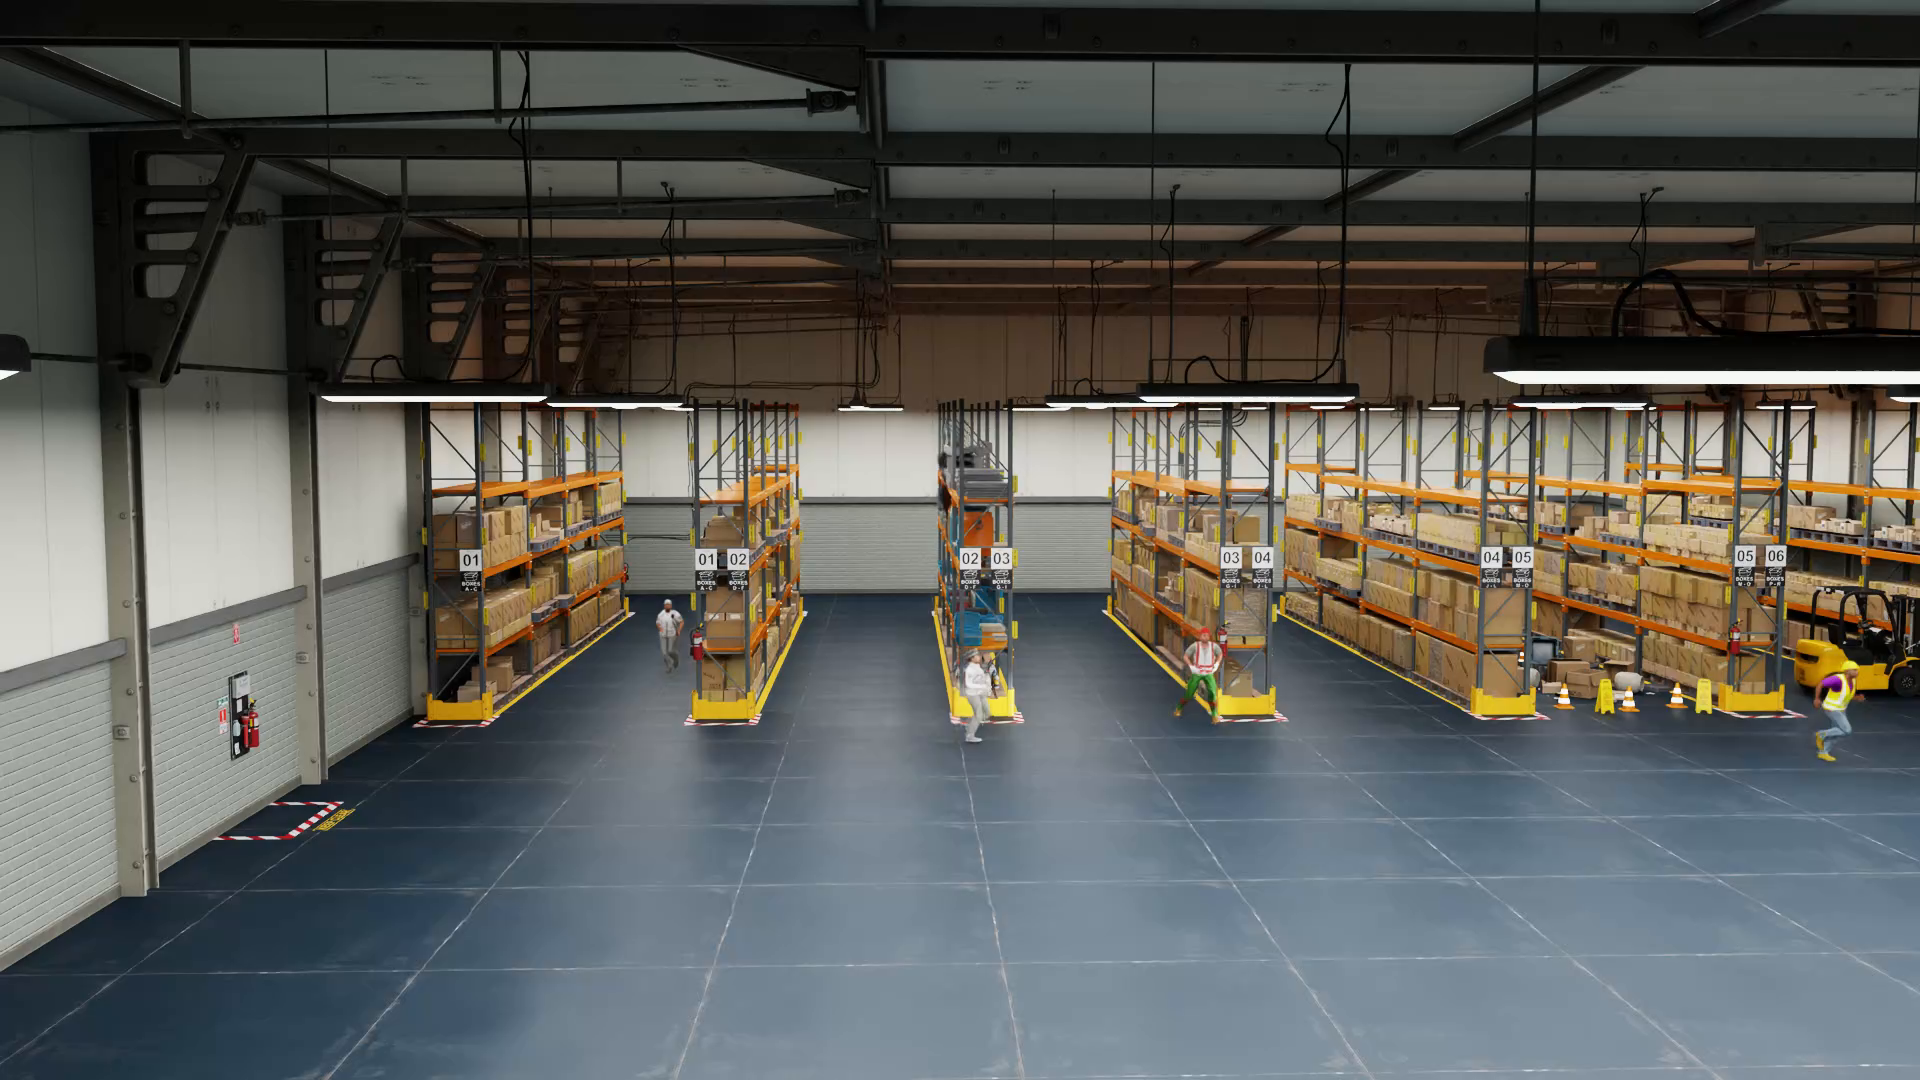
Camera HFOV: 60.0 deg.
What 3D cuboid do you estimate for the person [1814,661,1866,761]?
[{"bbox_3d":[14.483,2.811,27.351,0.685,1.682,0.714,-4,6,-40],"label":"person"}]

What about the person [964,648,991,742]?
[{"bbox_3d":[0.326,2.693,28.937,0.529,1.652,0.605,2,5,21],"label":"person"}]

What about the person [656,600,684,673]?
[{"bbox_3d":[-6.430,2.130,36.680,0.599,1.628,0.539,0,4,5],"label":"person"}]

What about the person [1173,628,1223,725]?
[{"bbox_3d":[4.470,2.507,30.968,0.899,1.774,0.766,0,4,-5],"label":"person"}]
